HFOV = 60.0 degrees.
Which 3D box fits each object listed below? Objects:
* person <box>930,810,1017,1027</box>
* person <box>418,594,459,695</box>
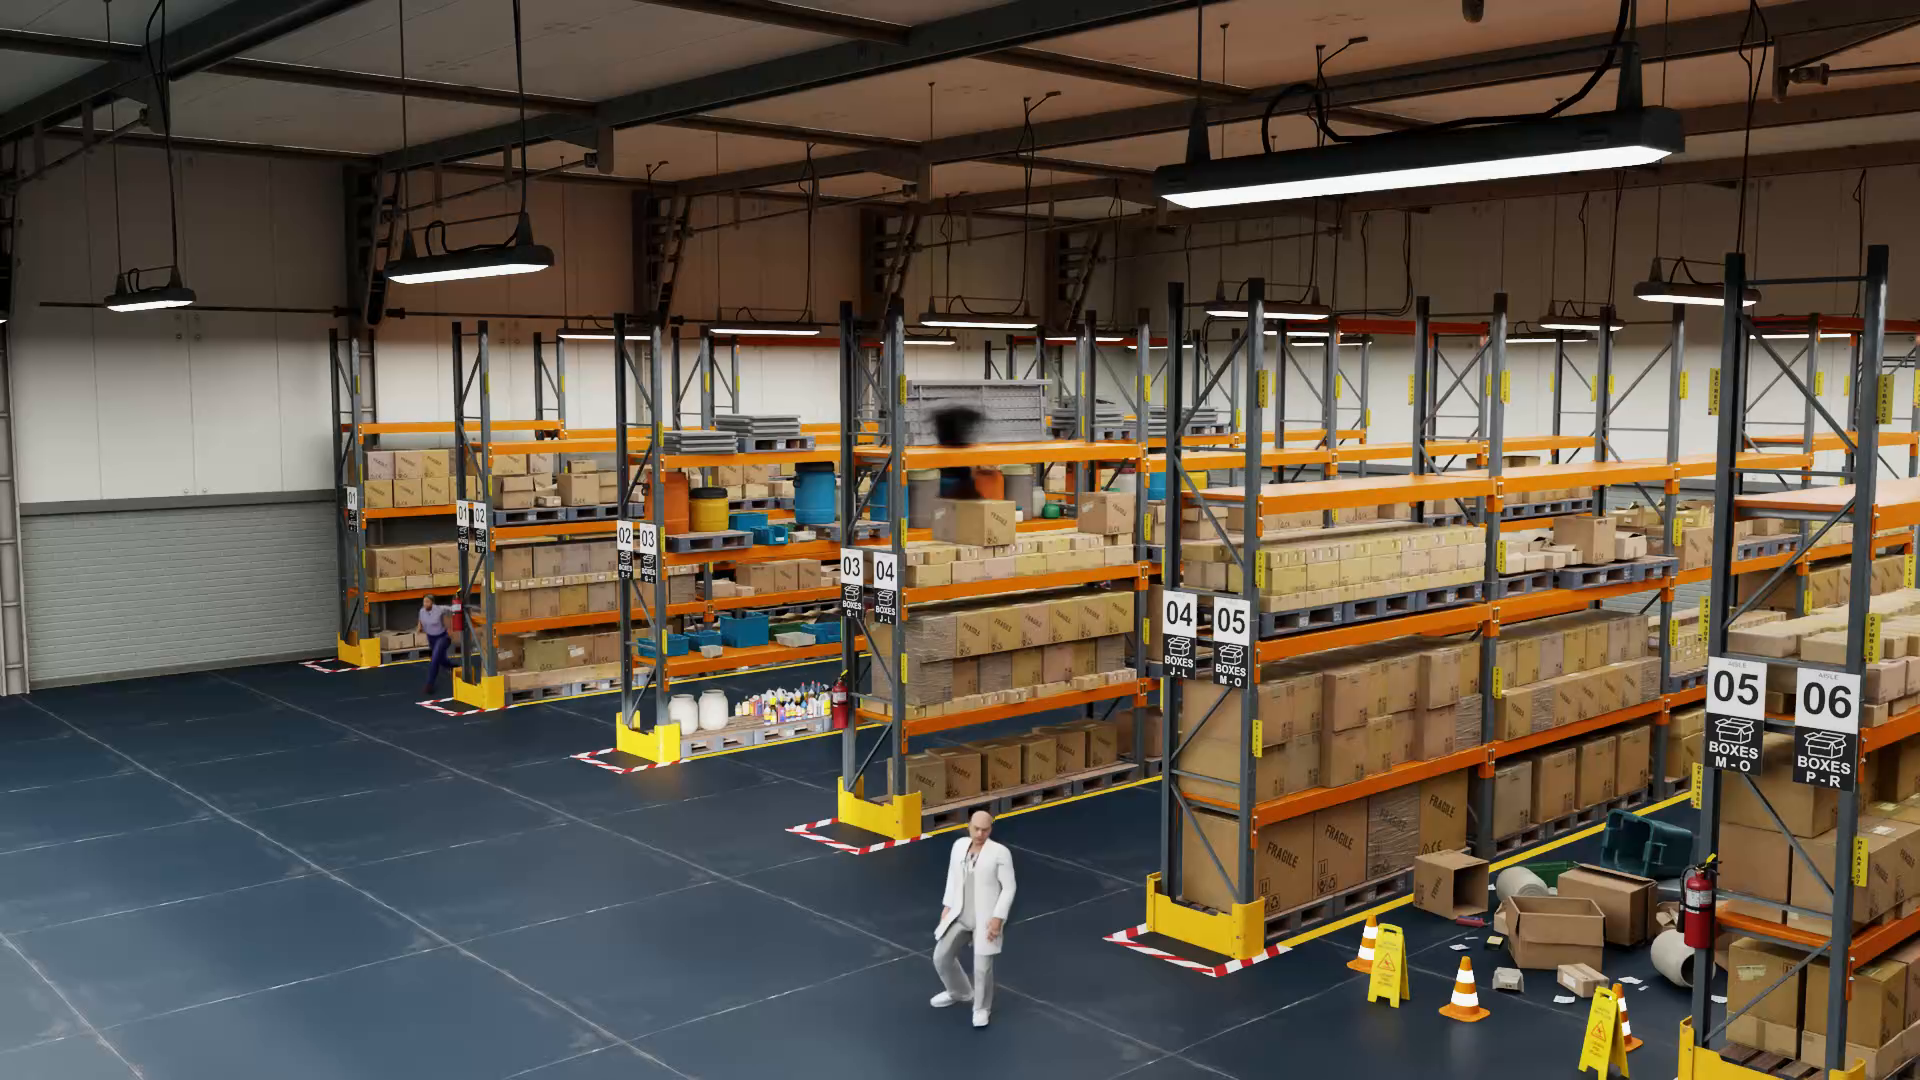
[{"bbox_3d":[0.061,2.995,13.178,0.823,1.747,0.626,3,6,26],"label":"person"},{"bbox_3d":[-8.581,1.664,27.420,0.634,1.617,1.048,2,6,19],"label":"person"}]
